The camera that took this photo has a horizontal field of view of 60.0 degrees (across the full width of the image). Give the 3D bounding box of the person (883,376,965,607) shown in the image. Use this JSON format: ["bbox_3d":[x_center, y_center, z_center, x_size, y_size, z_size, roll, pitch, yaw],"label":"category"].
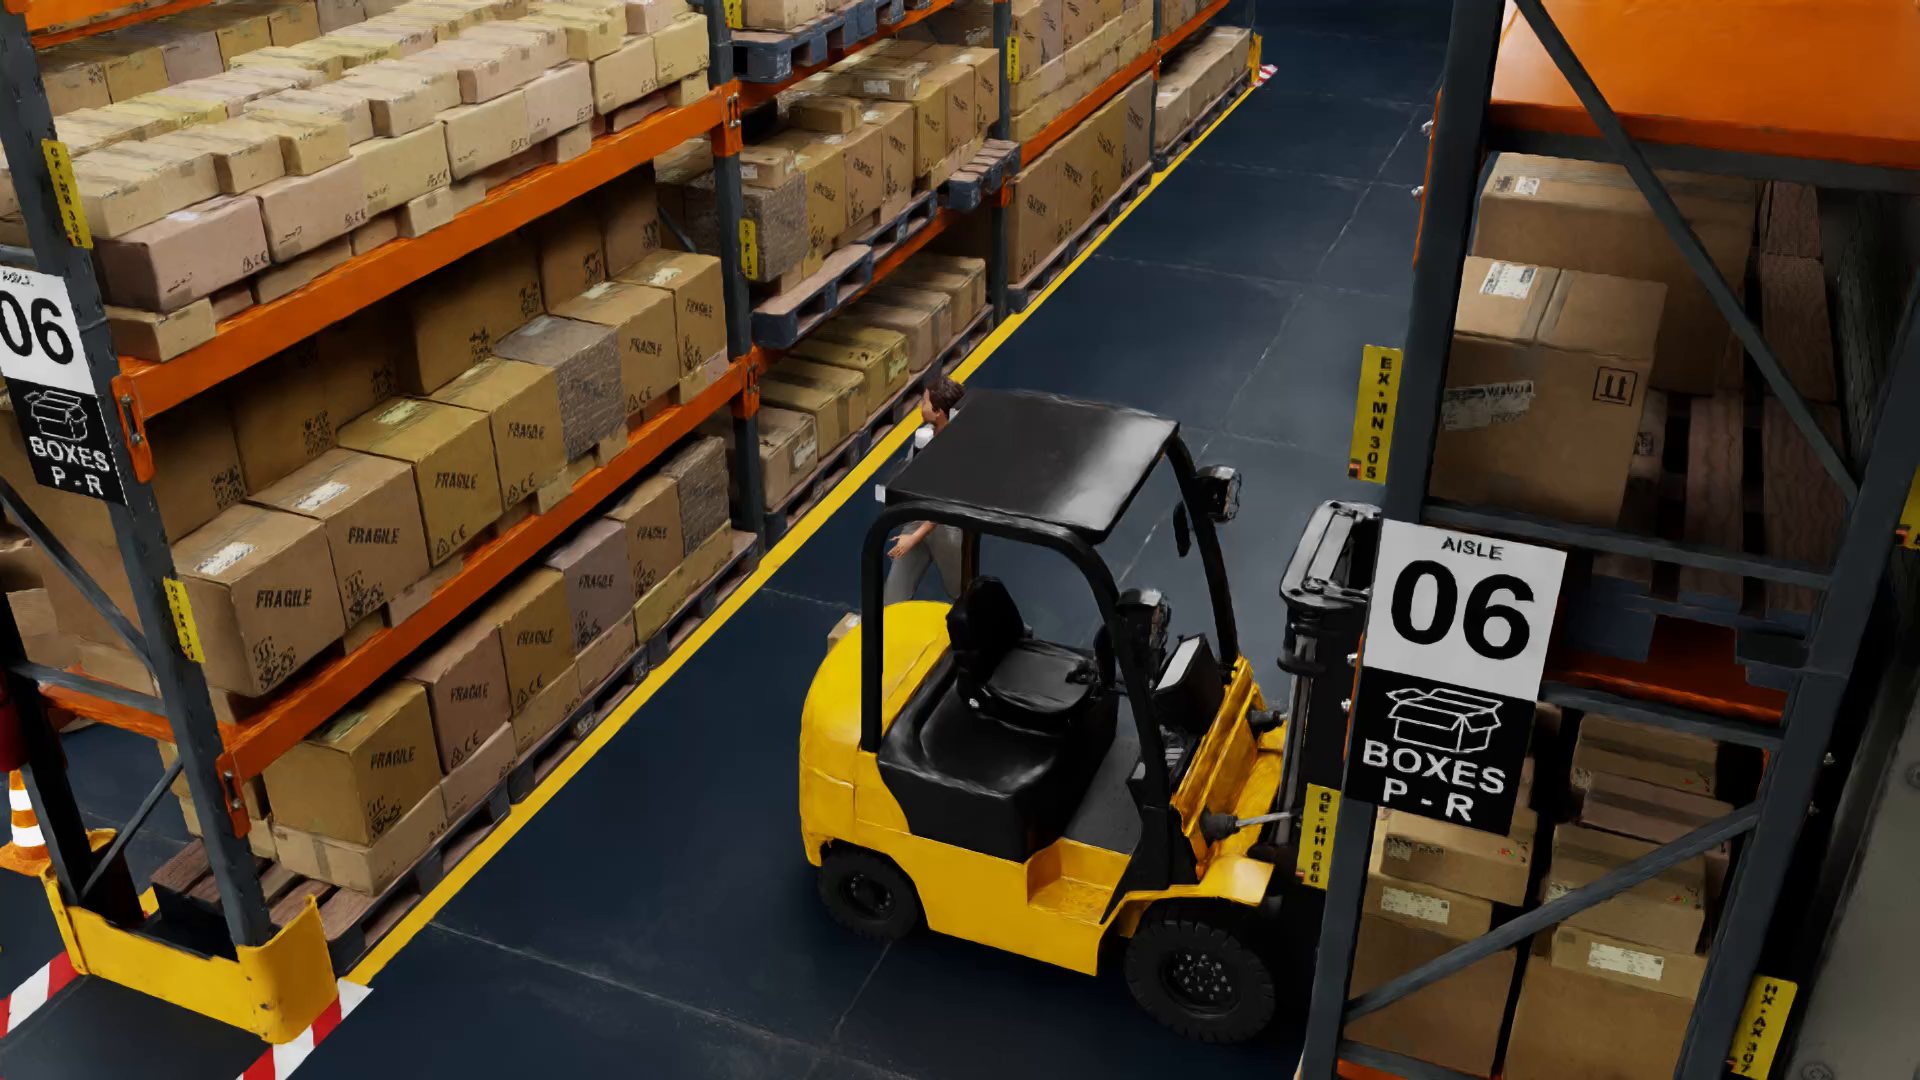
[{"bbox_3d":[-0.205,-0.034,8.476,0.931,1.600,0.490,-14,32,-22],"label":"person"}]
